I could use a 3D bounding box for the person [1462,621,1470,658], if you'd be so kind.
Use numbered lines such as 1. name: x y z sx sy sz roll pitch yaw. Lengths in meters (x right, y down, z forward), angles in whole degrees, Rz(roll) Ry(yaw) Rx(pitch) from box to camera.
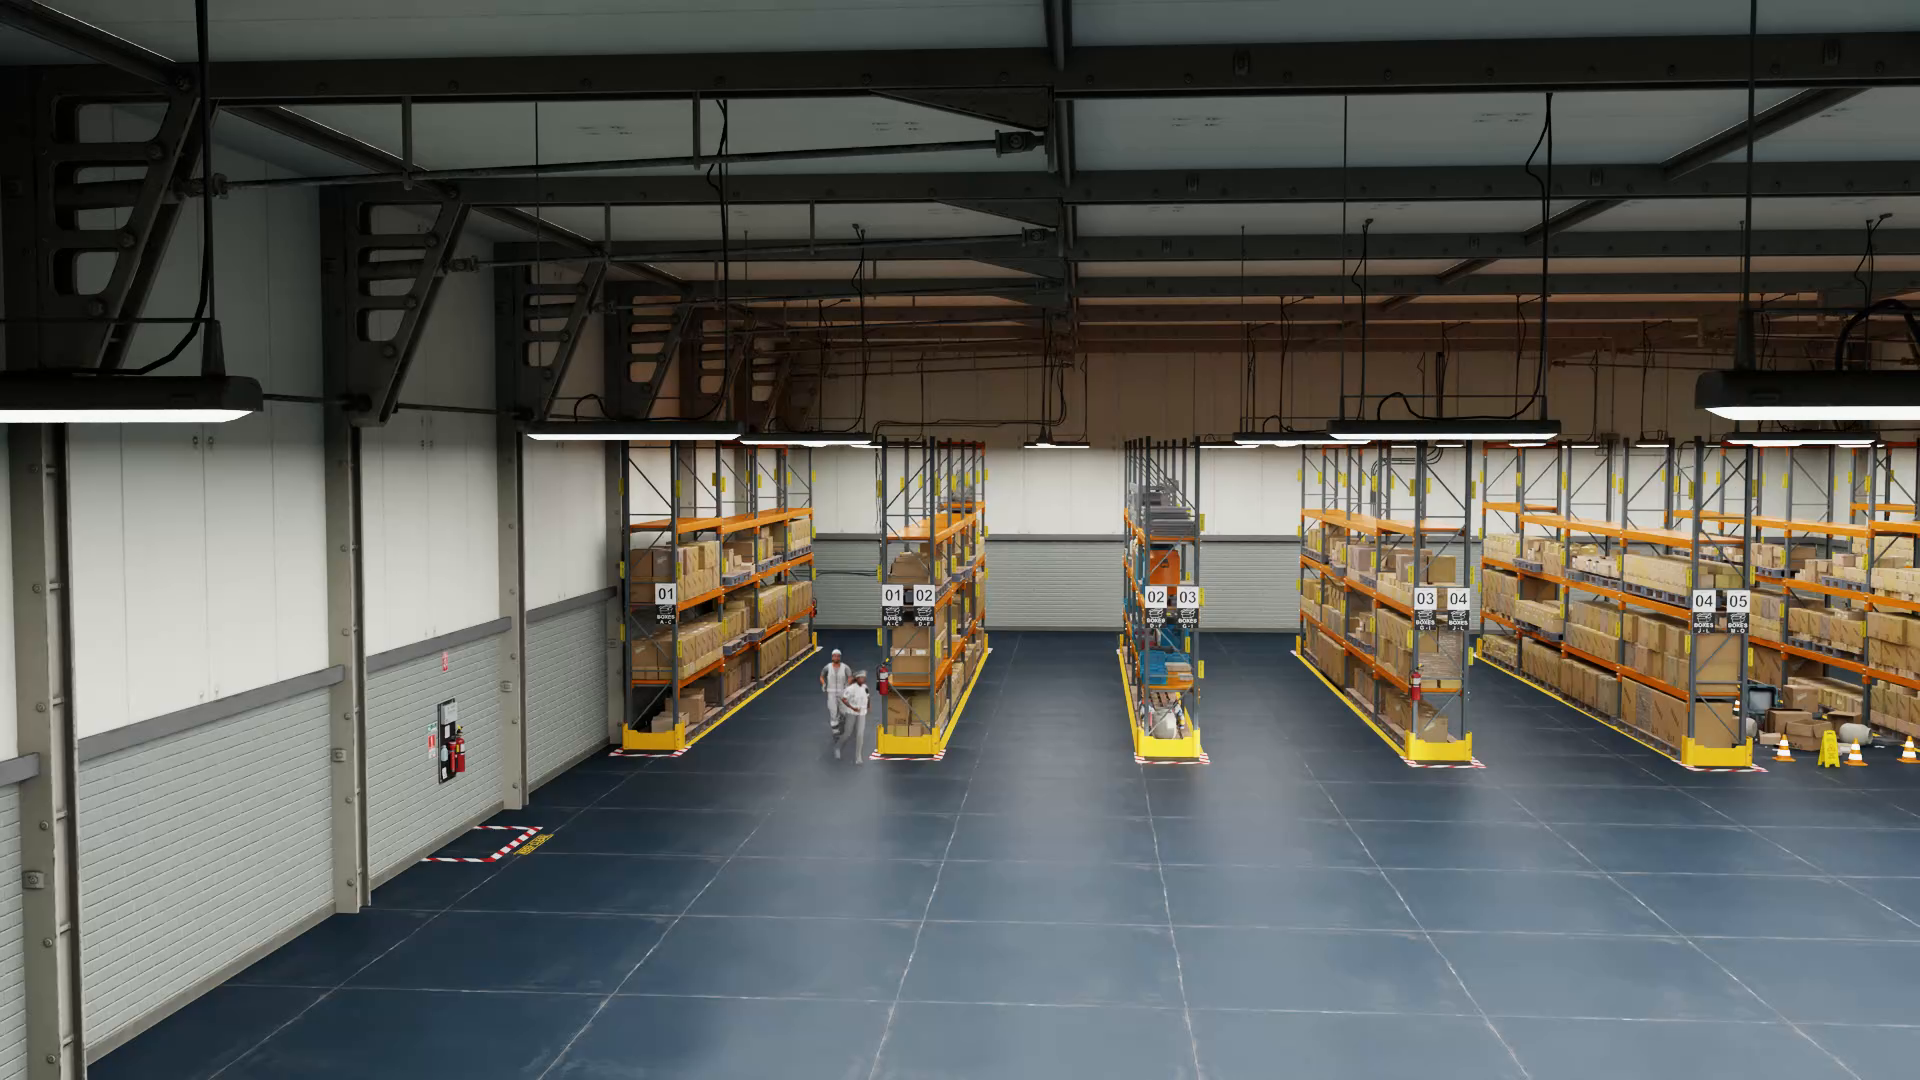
1. person: 13.129 2.549 43.719 0.575 1.701 0.941 0 3 6

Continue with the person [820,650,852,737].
1. person: -2.486 3.065 33.383 0.659 1.742 0.709 0 3 -6

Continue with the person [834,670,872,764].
1. person: -1.895 3.236 30.709 0.660 1.674 0.852 -2 4 -33
